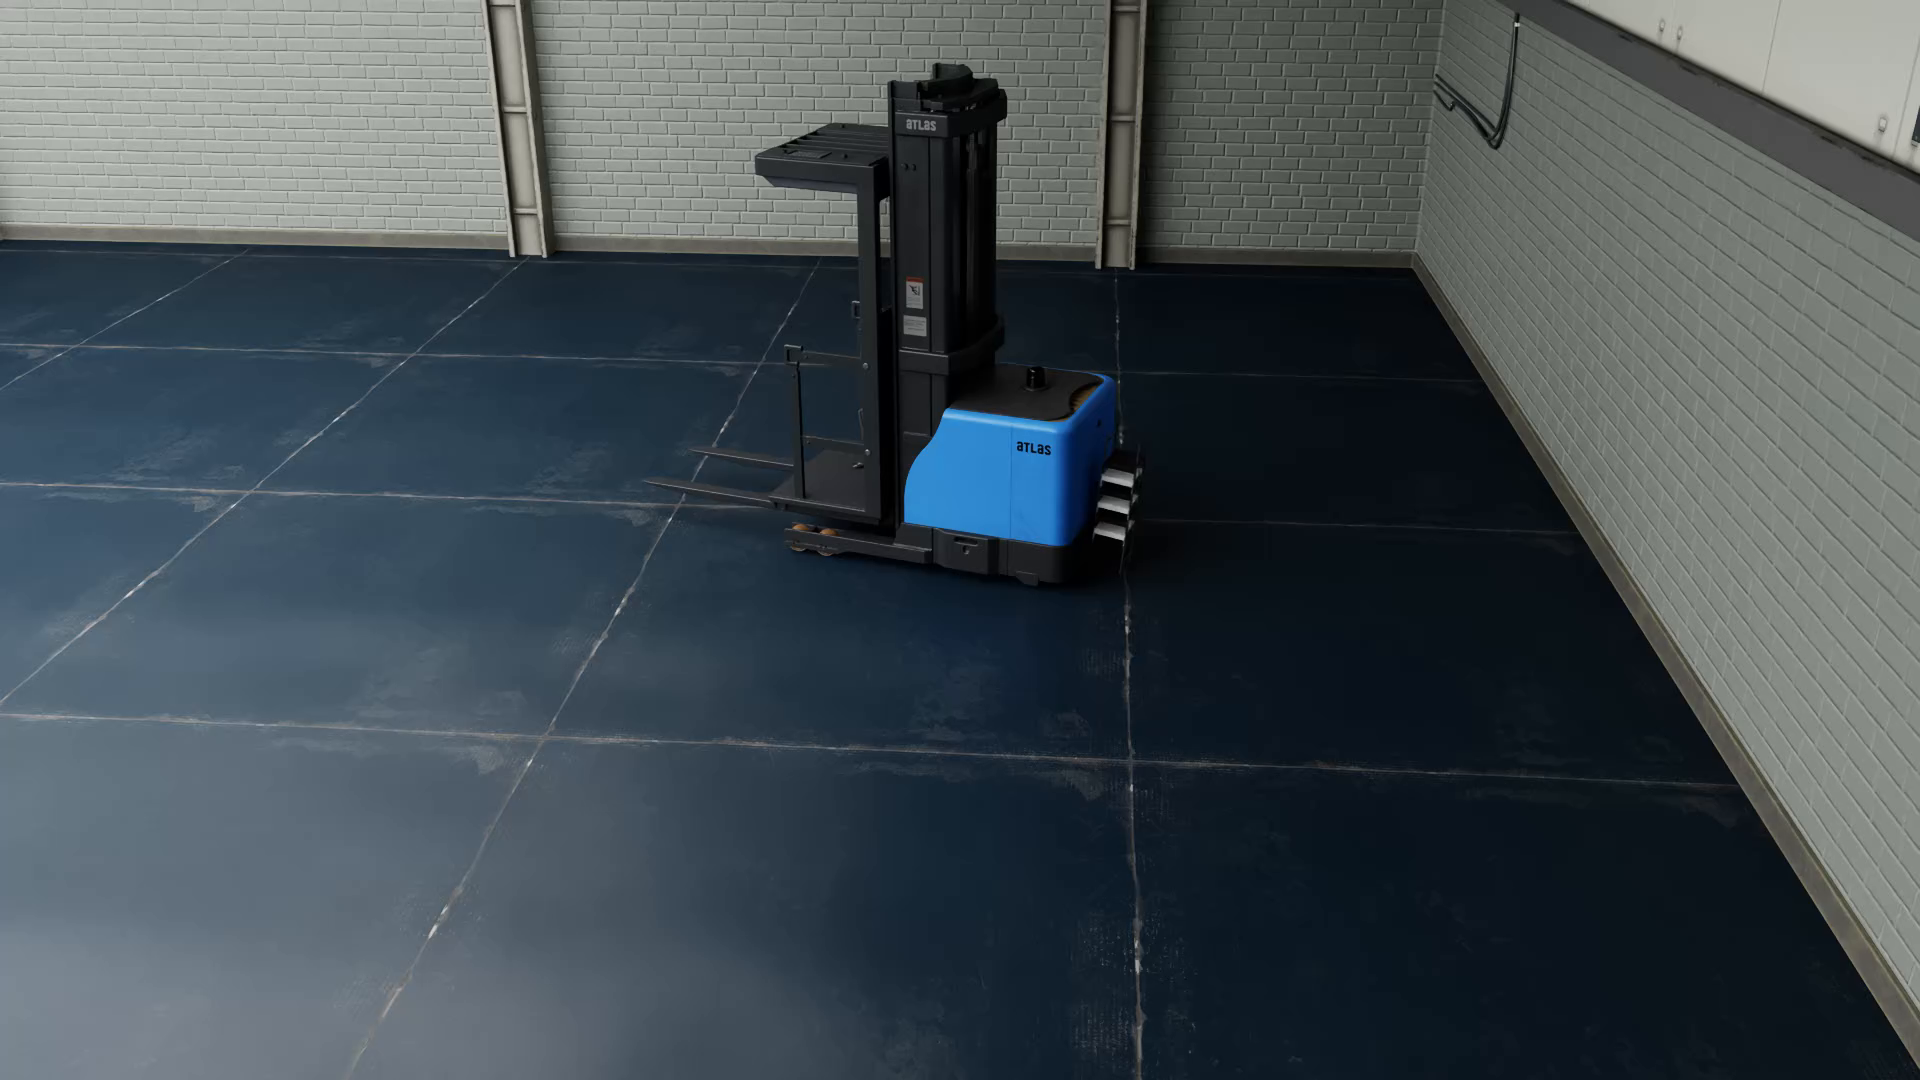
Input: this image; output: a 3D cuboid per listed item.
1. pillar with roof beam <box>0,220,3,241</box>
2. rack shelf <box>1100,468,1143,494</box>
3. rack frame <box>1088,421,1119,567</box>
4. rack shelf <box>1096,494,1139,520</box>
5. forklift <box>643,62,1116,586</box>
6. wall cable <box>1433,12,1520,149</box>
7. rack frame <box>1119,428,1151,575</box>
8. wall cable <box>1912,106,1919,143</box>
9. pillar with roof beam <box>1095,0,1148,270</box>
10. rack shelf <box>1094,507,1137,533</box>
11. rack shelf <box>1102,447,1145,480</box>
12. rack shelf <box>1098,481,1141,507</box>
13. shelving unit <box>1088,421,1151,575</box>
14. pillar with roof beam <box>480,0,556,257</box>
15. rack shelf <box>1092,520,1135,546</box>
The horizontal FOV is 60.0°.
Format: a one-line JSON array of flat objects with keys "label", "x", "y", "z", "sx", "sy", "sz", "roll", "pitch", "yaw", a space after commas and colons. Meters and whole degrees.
[{"label": "pillar with roof beam", "x": -10.726, "y": -5.453, "z": 11.836, "sx": 0.400, "sy": 9.000, "sz": 9.100, "roll": 2, "pitch": 25, "yaw": 4}, {"label": "rack shelf", "x": 0.990, "y": -0.386, "z": 10.142, "sx": 0.200, "sy": 0.077, "sz": 0.258, "roll": 14, "pitch": 28, "yaw": 16}, {"label": "rack frame", "x": 0.881, "y": -0.280, "z": 10.236, "sx": 0.006, "sy": 0.900, "sz": 0.240, "roll": 14, "pitch": 28, "yaw": 16}, {"label": "rack shelf", "x": 0.973, "y": -0.226, "z": 10.223, "sx": 0.200, "sy": 0.077, "sz": 0.258, "roll": 14, "pitch": 28, "yaw": 16}, {"label": "forklift", "x": -0.580, "y": -1.425, "z": 10.341, "sx": 3.031, "sy": 2.935, "sz": 1.130, "roll": 9, "pitch": 26, "yaw": 19}, {"label": "wall cable", "x": 4.404, "y": -4.808, "z": 14.148, "sx": 0.112, "sy": 2.526, "sz": 3.097, "roll": 2, "pitch": 25, "yaw": 4}, {"label": "rack frame", "x": 1.070, "y": -0.231, "z": 10.179, "sx": 0.006, "sy": 0.900, "sz": 0.240, "roll": 14, "pitch": 28, "yaw": 16}, {"label": "wall cable", "x": 3.662, "y": -3.807, "z": 4.190, "sx": 0.169, "sy": 6.003, "sz": 2.305, "roll": 2, "pitch": 25, "yaw": 4}, {"label": "pillar with roof beam", "x": 1.239, "y": -5.069, "z": 11.002, "sx": 0.400, "sy": 9.000, "sz": 9.100, "roll": 2, "pitch": 25, "yaw": 4}, {"label": "rack shelf", "x": 0.964, "y": -0.146, "z": 10.263, "sx": 0.200, "sy": 0.077, "sz": 0.258, "roll": 14, "pitch": 28, "yaw": 16}, {"label": "rack shelf", "x": 0.998, "y": -0.466, "z": 10.102, "sx": 0.200, "sy": 0.077, "sz": 0.258, "roll": 14, "pitch": 28, "yaw": 16}, {"label": "rack shelf", "x": 0.981, "y": -0.306, "z": 10.182, "sx": 0.200, "sy": 0.077, "sz": 0.258, "roll": 14, "pitch": 28, "yaw": 16}, {"label": "shelving unit", "x": 0.976, "y": -0.255, "z": 10.208, "sx": 0.210, "sy": 0.900, "sz": 0.258, "roll": 14, "pitch": 28, "yaw": 16}, {"label": "pillar with roof beam", "x": -4.744, "y": -5.261, "z": 11.419, "sx": 0.400, "sy": 9.000, "sz": 9.100, "roll": 2, "pitch": 25, "yaw": 4}, {"label": "rack shelf", "x": 0.956, "y": -0.066, "z": 10.303, "sx": 0.200, "sy": 0.077, "sz": 0.258, "roll": 14, "pitch": 28, "yaw": 16}]
